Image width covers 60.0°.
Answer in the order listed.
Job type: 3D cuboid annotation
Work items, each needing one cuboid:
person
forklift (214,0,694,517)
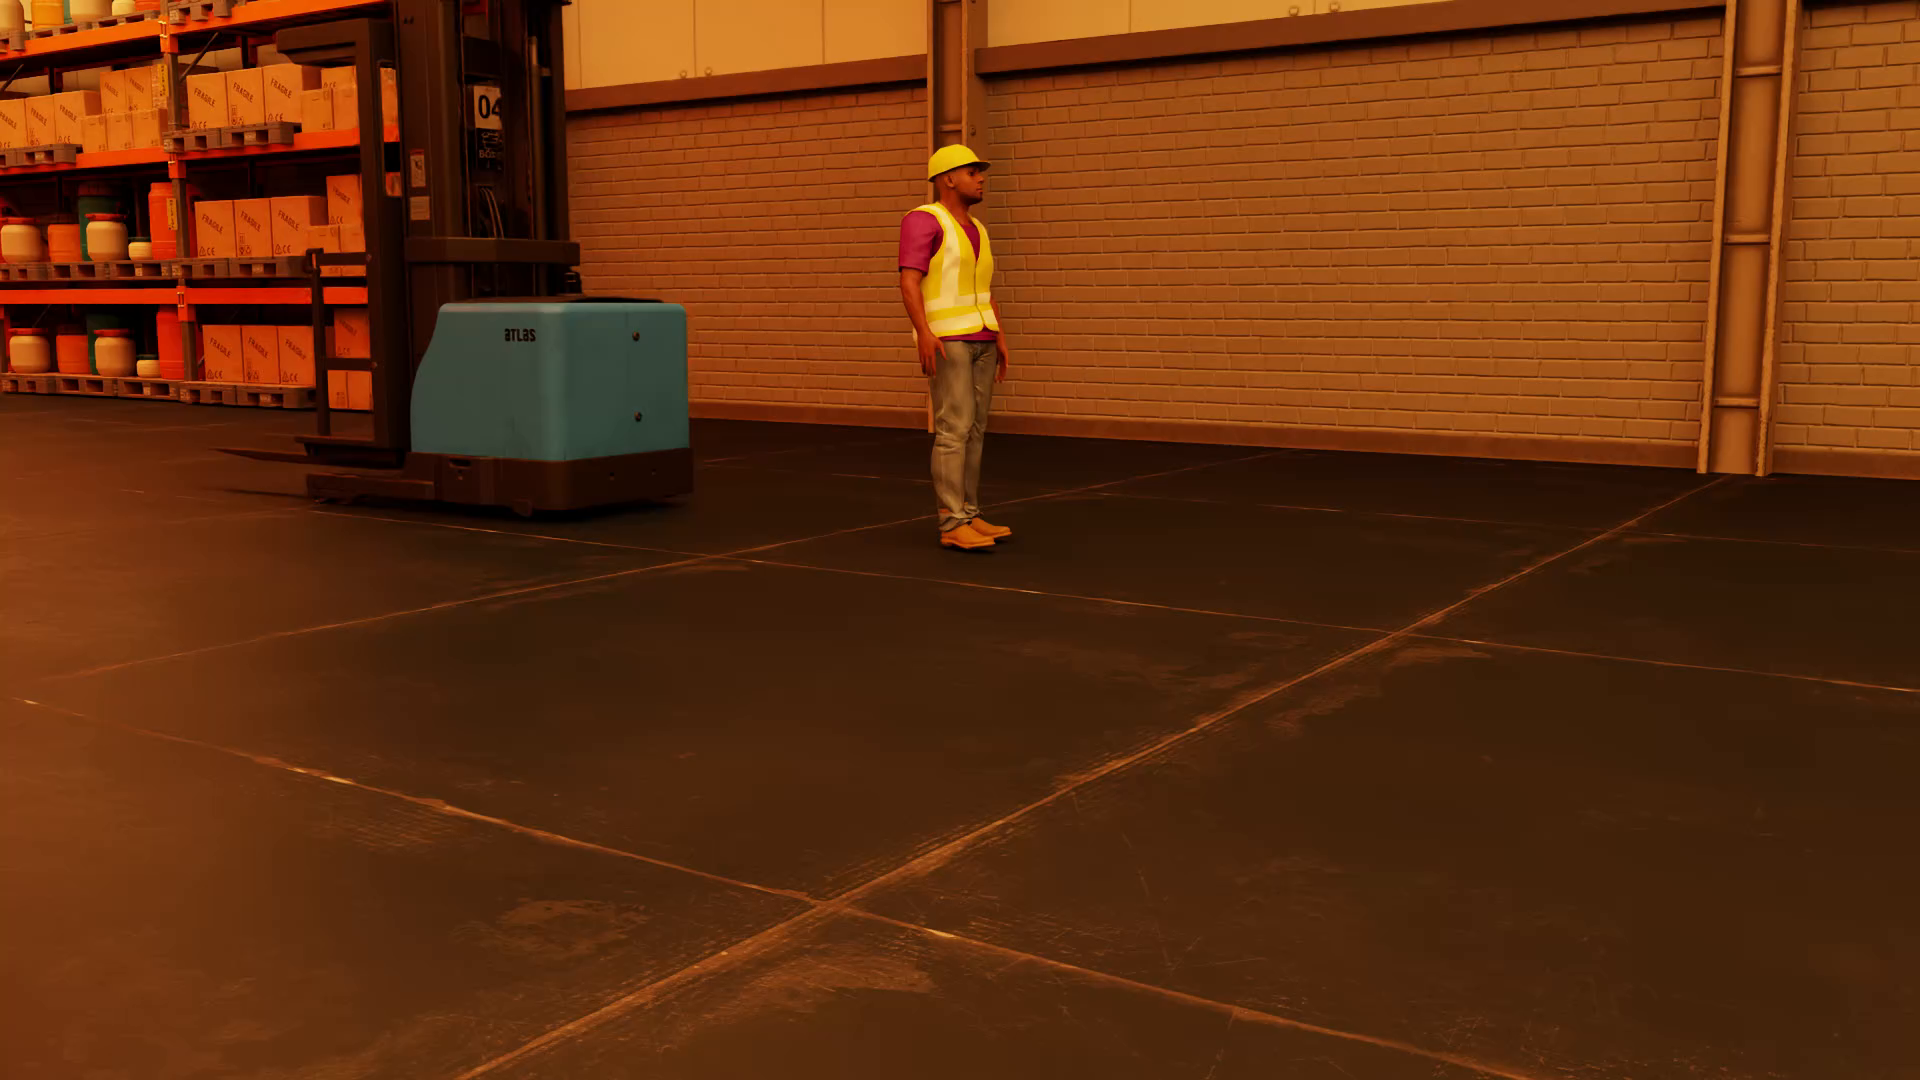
[{"bbox_3d":[0.055,-0.875,7.435,0.575,1.768,0.666,5,10,34],"label":"person"},{"bbox_3d":[-2.947,-1.695,9.112,3.031,2.935,1.130,5,10,32],"label":"forklift"}]
